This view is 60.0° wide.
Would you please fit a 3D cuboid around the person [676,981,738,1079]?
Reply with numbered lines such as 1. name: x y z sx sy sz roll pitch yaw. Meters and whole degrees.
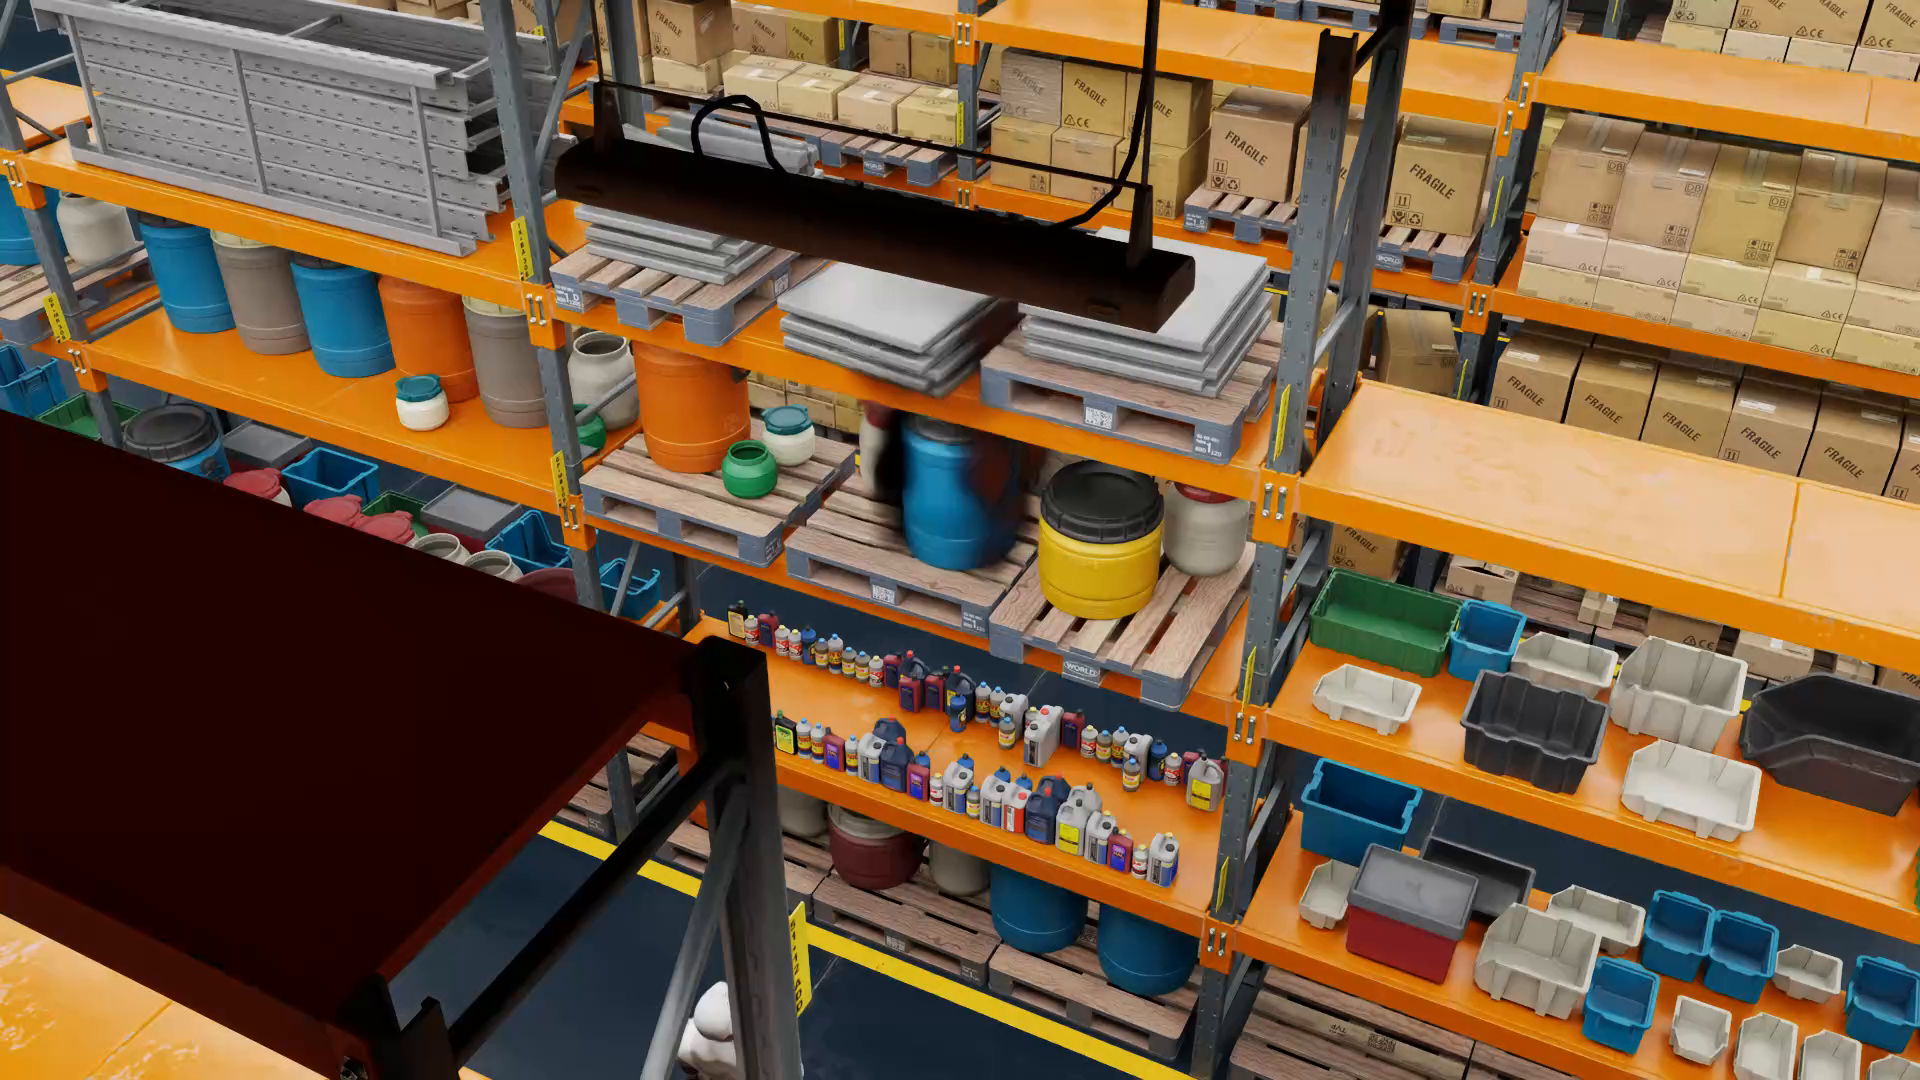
1. person: -1.106 2.768 8.394 0.602 1.766 0.551 -6 36 -9

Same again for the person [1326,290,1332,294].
1. person: 3.125 -1.647 14.812 0.537 1.686 0.658 -18 39 -24
